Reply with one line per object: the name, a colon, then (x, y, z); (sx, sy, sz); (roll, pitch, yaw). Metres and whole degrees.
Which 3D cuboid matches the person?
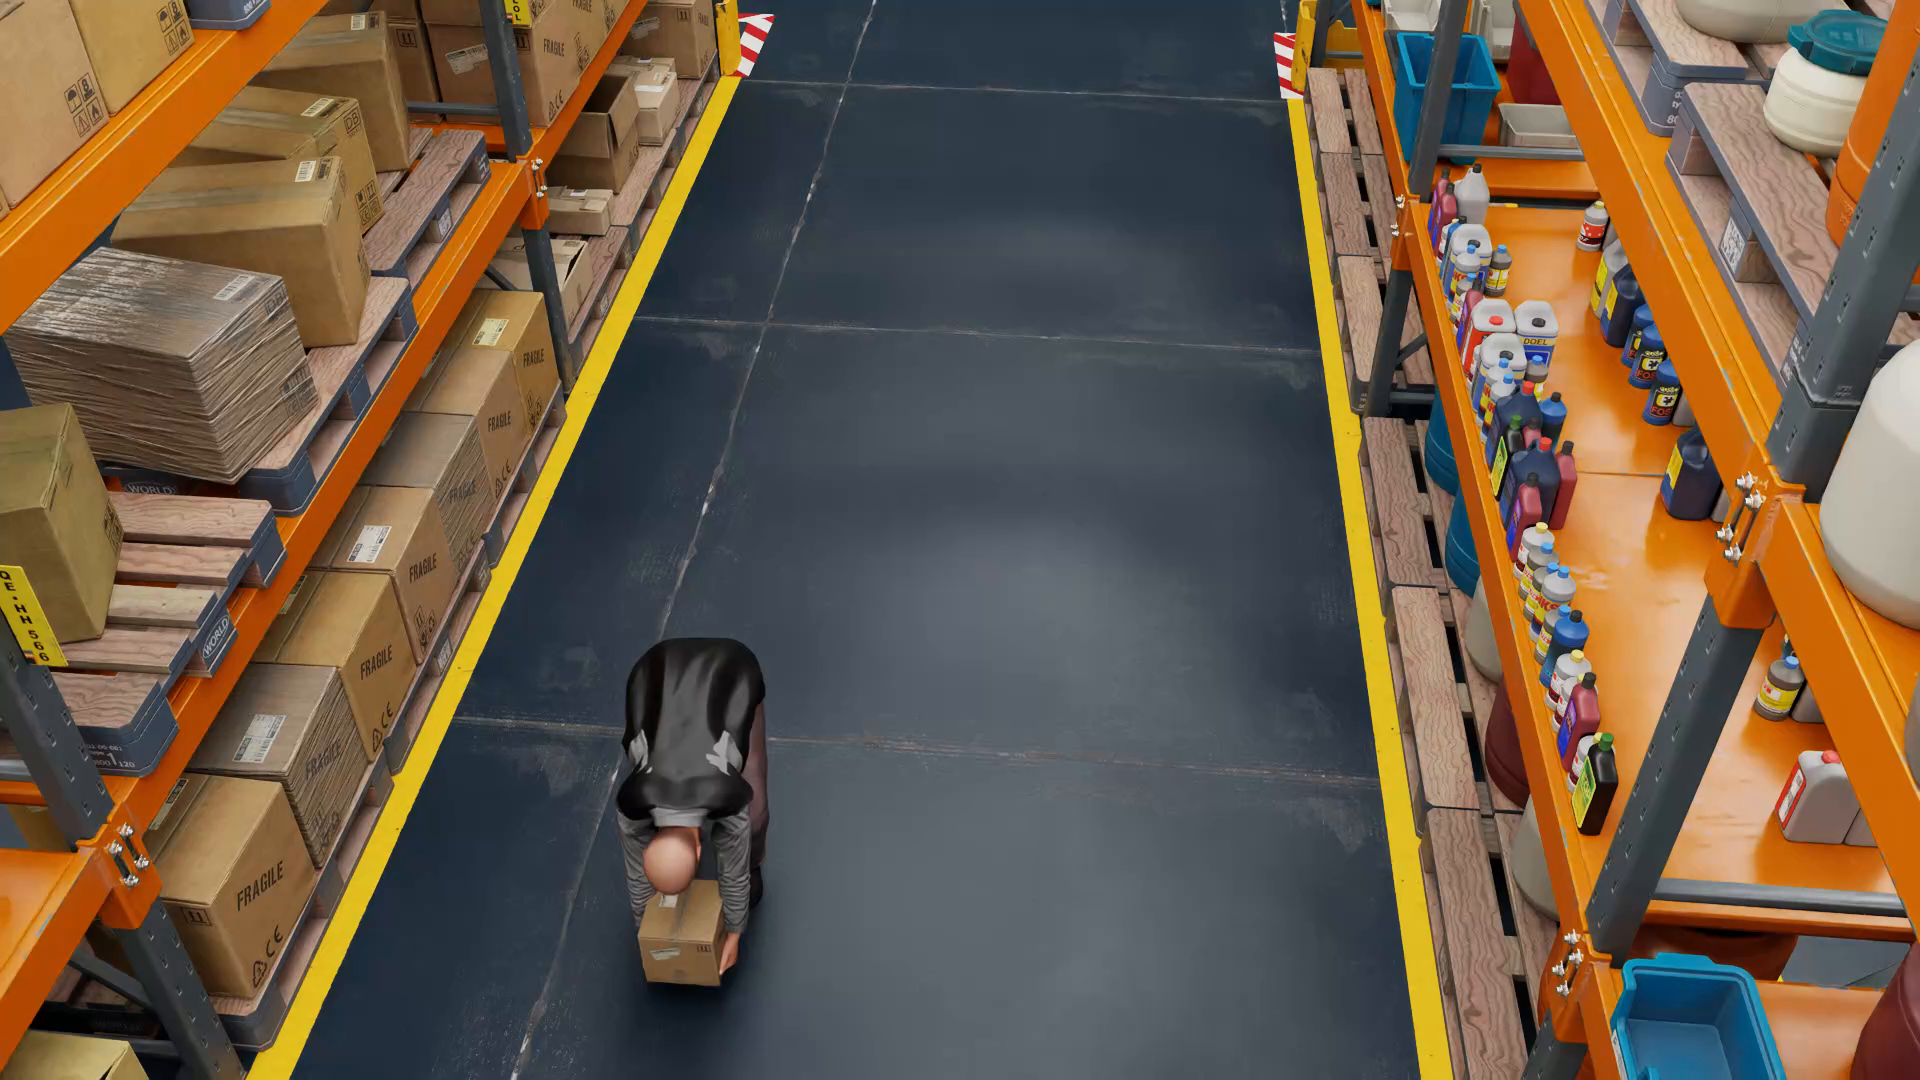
person: (-0.896, 0.918, 5.625); (0.489, 1.014, 0.948); (1, 40, 2)
